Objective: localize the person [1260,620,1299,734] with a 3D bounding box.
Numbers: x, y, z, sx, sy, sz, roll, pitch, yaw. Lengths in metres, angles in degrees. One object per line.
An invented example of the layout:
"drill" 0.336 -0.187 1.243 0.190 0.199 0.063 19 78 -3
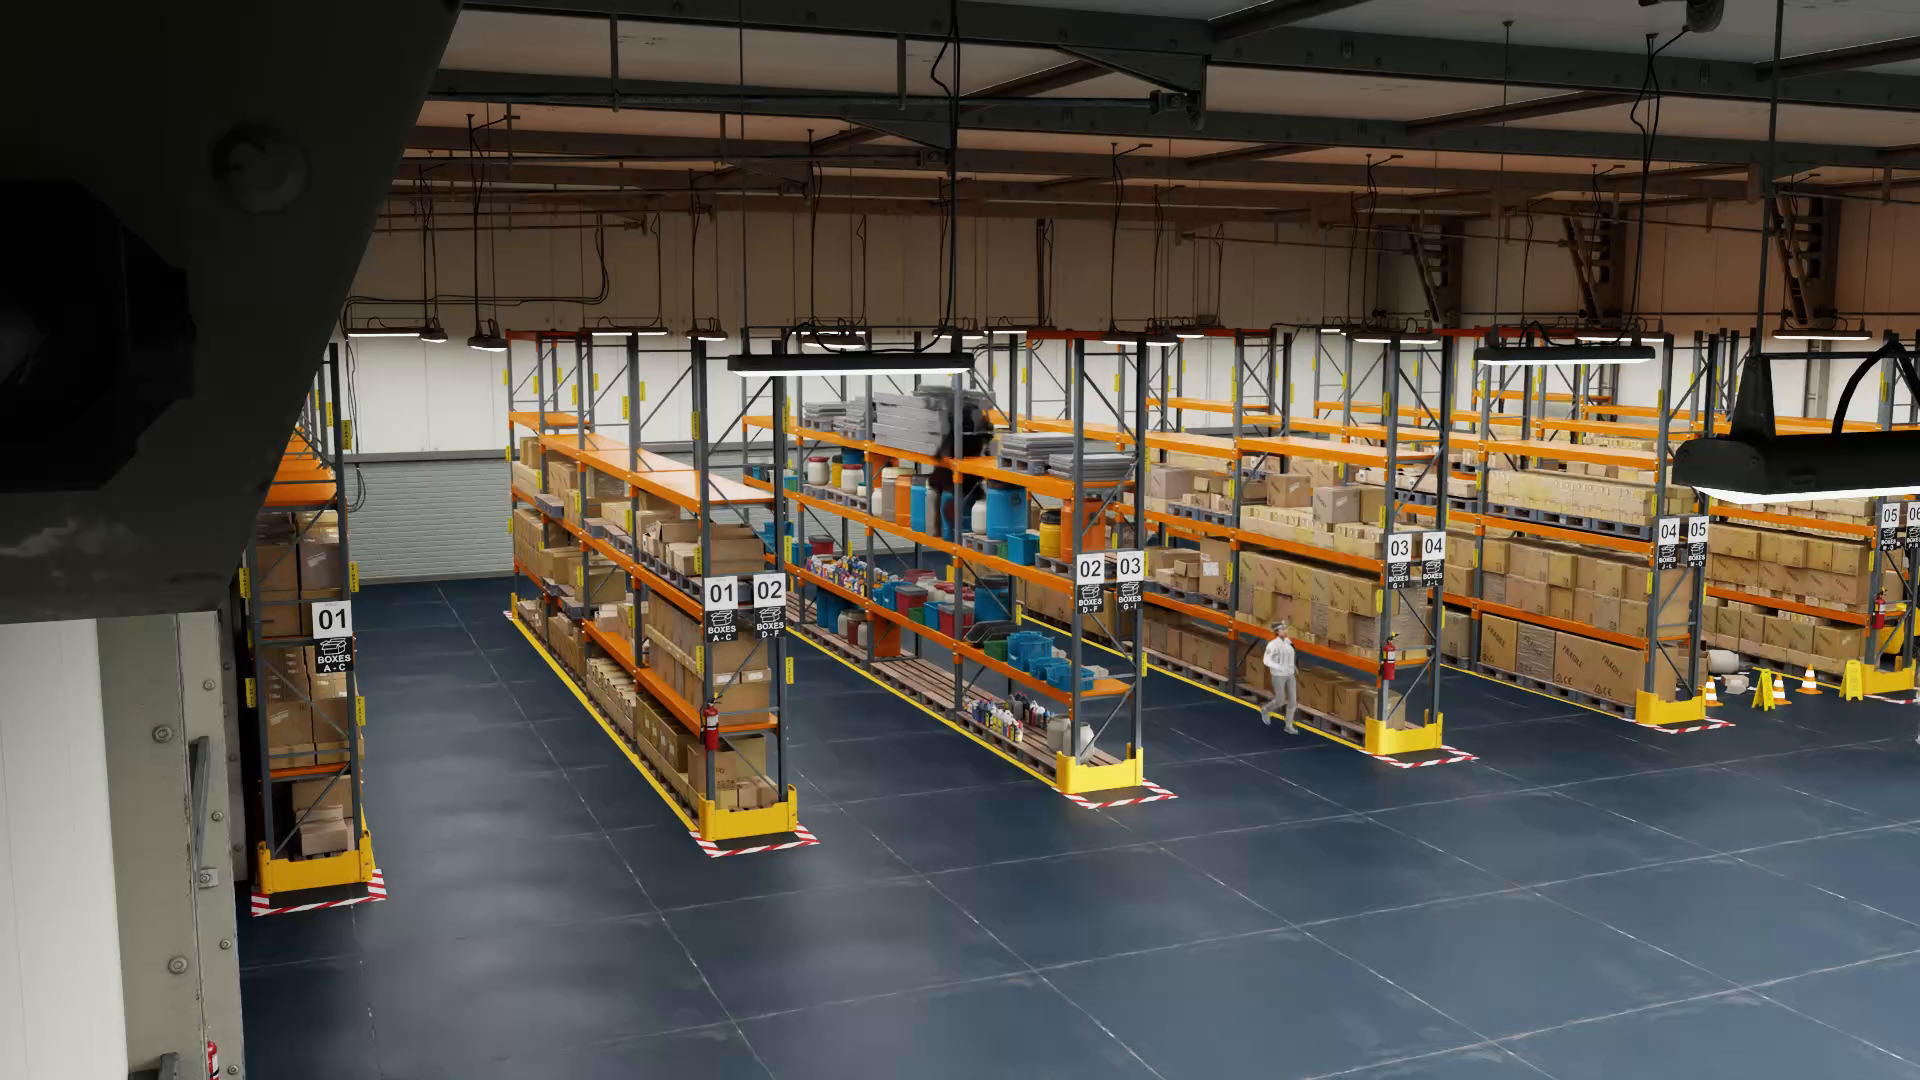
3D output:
"person" 4.782 2.007 24.610 0.619 1.648 0.756 -4 9 -28

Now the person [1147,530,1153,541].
"person" 4.633 -0.190 41.941 0.493 1.667 0.907 2 8 11

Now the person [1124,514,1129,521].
"person" 3.754 0.217 38.935 0.594 1.685 0.770 -5 9 -32
